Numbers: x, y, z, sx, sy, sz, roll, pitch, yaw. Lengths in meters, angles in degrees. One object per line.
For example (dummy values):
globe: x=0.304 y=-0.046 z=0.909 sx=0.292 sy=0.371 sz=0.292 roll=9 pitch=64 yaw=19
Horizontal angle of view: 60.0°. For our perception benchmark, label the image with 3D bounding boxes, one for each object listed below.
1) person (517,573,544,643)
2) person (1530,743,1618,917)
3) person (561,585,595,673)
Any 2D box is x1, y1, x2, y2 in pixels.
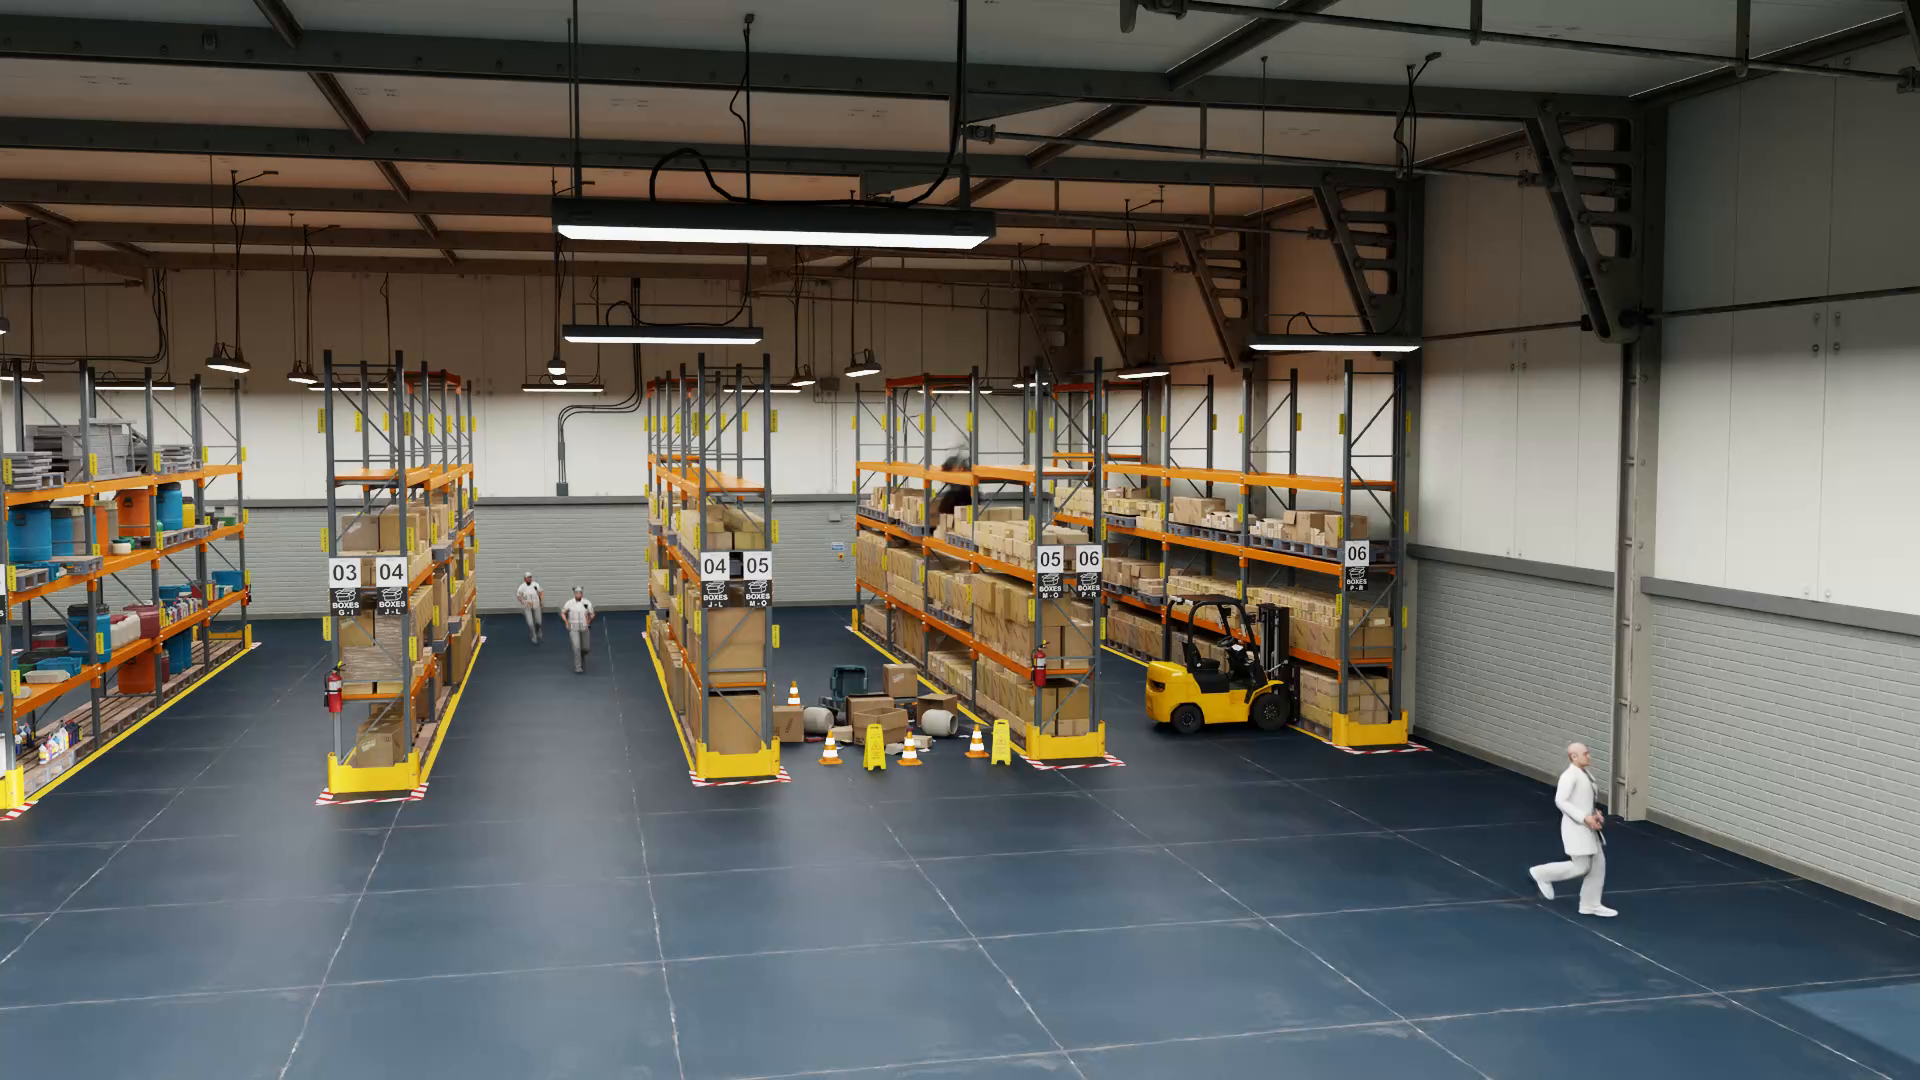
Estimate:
person: x=-9.843 y=1.549 z=38.124 sx=0.595 sy=1.606 sz=0.472 roll=-1 pitch=4 yaw=-13
person: x=6.307 y=2.940 z=17.012 sx=0.865 sy=1.745 sz=0.707 roll=3 pitch=5 yaw=37
person: x=-7.739 y=1.783 z=33.722 sx=0.671 sy=1.740 sz=0.759 roll=-2 pitch=4 yaw=-21
